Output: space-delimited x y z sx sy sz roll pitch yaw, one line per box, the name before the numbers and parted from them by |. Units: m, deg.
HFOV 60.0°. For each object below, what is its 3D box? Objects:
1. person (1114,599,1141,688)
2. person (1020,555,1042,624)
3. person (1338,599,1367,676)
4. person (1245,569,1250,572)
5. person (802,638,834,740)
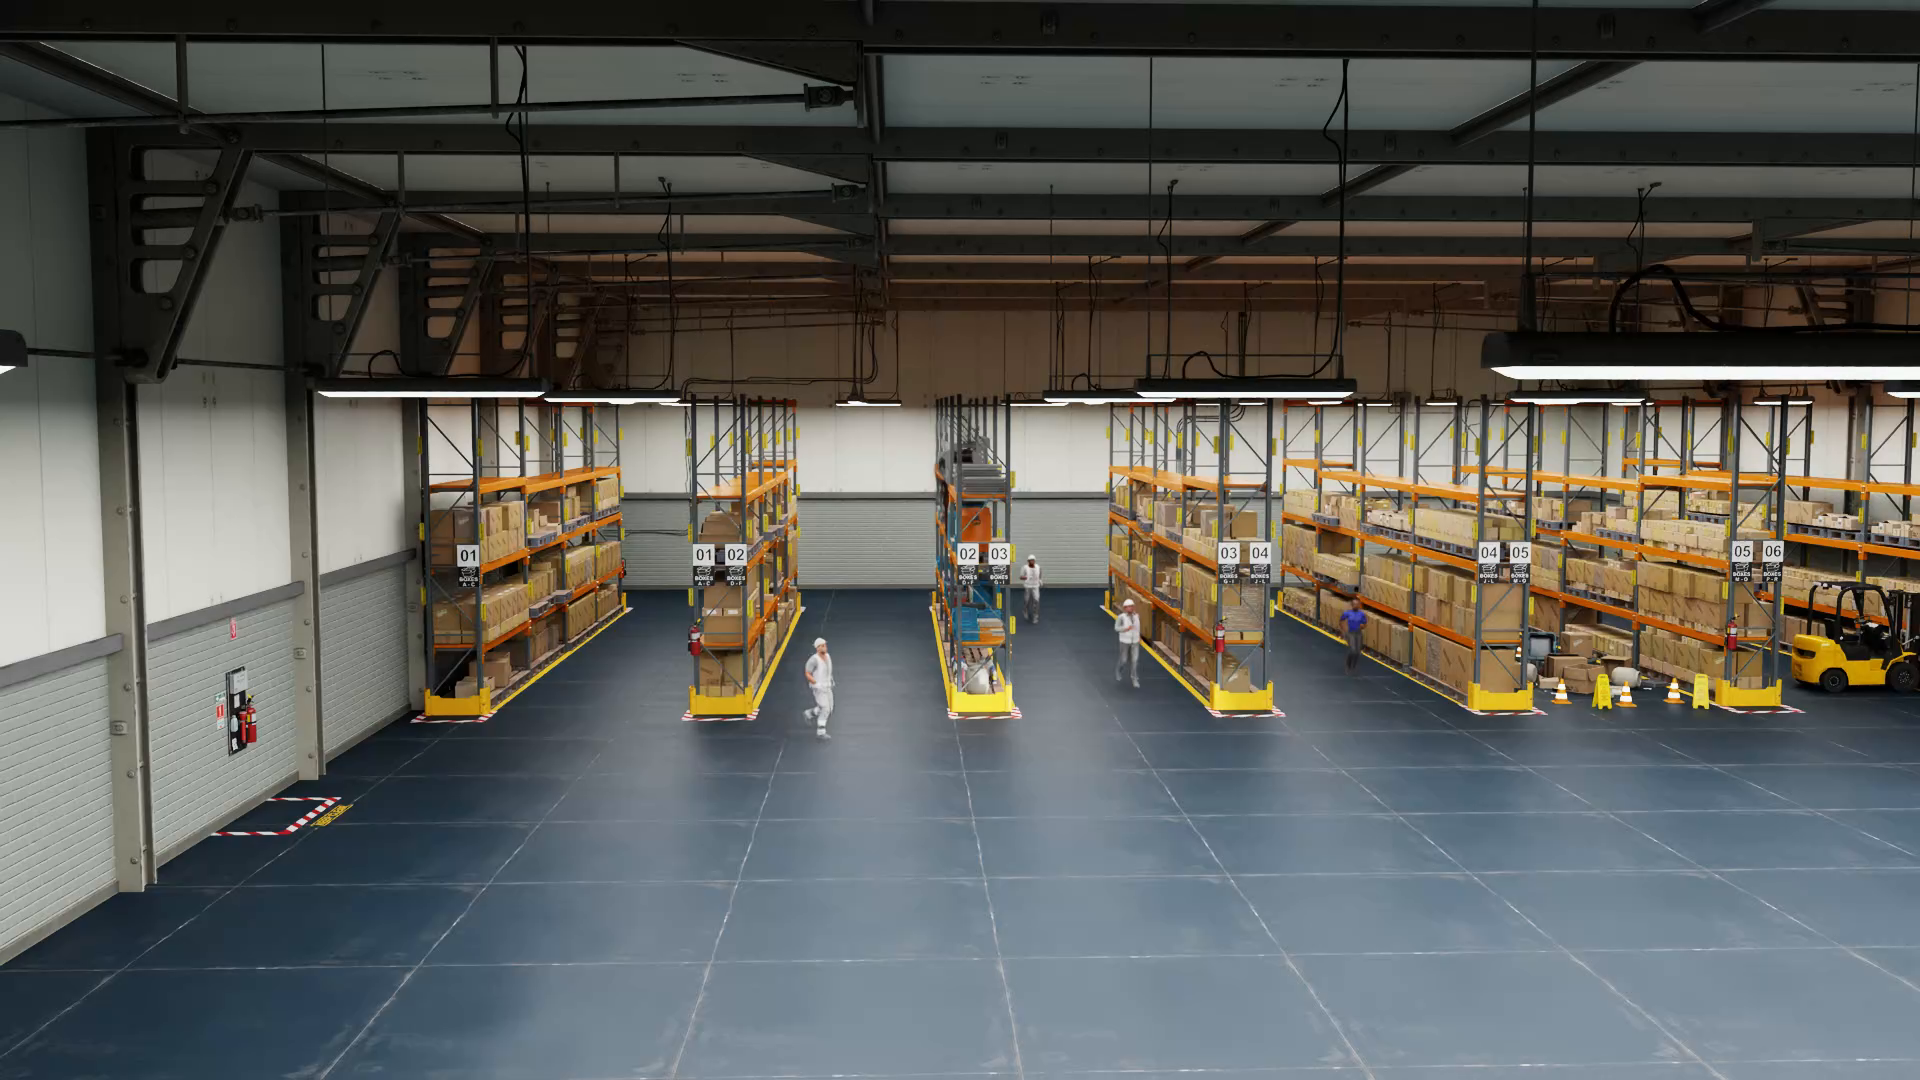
person | 3.478 2.108 34.374 0.667 1.780 0.925 -1 5 -16
person | 1.911 1.306 44.663 0.665 1.834 0.892 -1 5 -10
person | 8.455 2.095 35.669 0.548 1.657 0.684 0 5 -5
person | 7.972 1.362 45.123 0.752 1.742 1.079 0 4 1
person | -2.492 2.573 28.981 0.664 1.760 0.667 3 5 33
